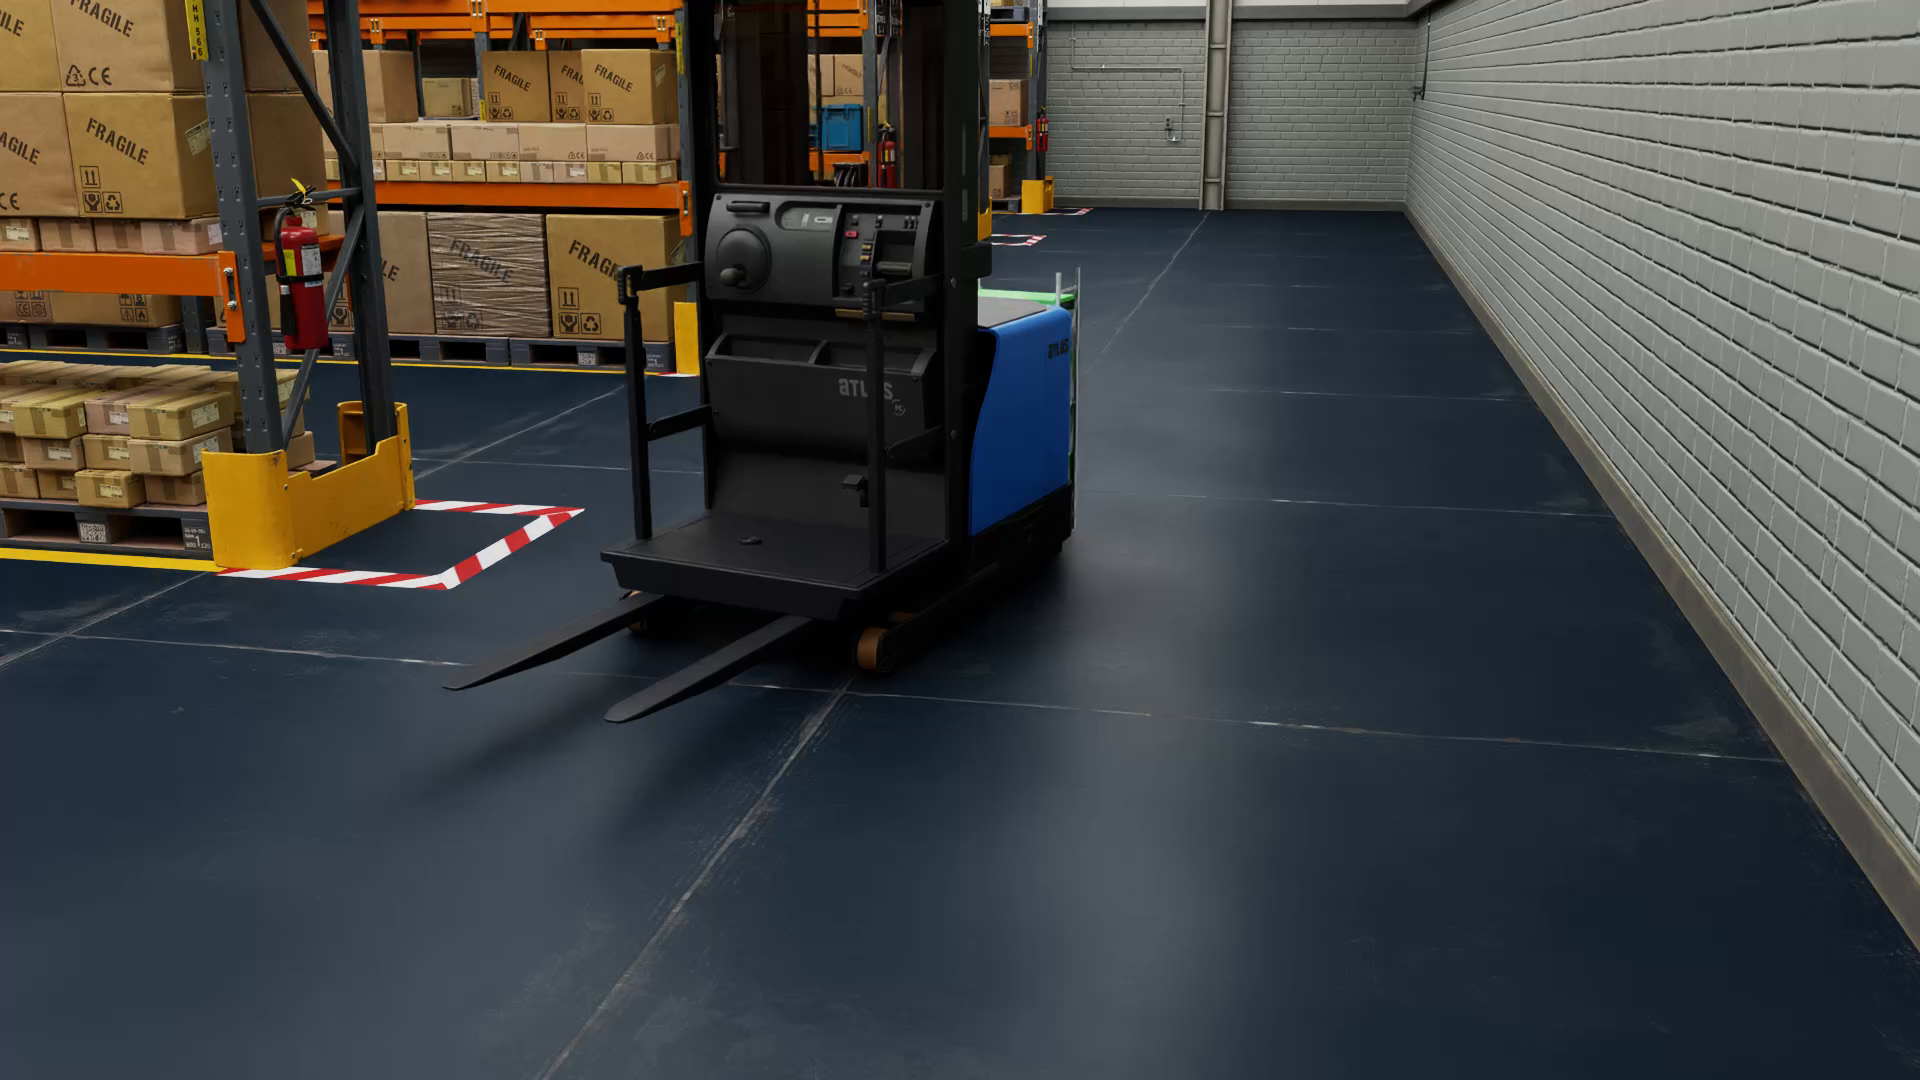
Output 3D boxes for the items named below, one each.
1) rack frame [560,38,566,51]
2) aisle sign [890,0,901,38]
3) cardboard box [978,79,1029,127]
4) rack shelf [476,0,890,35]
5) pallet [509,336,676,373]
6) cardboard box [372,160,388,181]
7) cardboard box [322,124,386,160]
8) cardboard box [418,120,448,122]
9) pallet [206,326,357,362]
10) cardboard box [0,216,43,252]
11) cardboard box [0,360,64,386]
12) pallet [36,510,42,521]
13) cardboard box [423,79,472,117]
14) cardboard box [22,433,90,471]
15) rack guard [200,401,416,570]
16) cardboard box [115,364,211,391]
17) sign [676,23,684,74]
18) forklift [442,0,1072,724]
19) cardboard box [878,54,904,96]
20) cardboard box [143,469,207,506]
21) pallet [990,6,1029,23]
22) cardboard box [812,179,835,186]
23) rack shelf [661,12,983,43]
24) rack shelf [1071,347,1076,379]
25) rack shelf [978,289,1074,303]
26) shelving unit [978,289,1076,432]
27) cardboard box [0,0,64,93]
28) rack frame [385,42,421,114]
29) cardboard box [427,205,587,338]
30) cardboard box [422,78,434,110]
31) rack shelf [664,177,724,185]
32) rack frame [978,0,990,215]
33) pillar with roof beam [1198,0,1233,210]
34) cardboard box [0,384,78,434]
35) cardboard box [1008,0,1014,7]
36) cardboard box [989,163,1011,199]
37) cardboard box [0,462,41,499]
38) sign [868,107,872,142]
[{"bbox_3d":[-6.636,-7.076,27.417,0.053,2.616,0.949,3,16,11],"label":"rack frame"},{"bbox_3d":[-0.640,-5.386,16.448,0.004,0.787,0.394,3,16,11],"label":"aisle sign"},{"bbox_3d":[0.703,-6.820,25.933,0.700,0.700,0.980,4,16,14],"label":"cardboard box"},{"bbox_3d":[-2.729,-5.265,16.608,4.000,0.370,1.077,3,16,11],"label":"rack shelf"},{"bbox_3d":[-2.556,-1.442,12.303,1.213,0.211,1.003,3,16,11],"label":"pallet"},{"bbox_3d":[-4.182,-2.684,12.033,0.250,0.149,0.380,3,16,12],"label":"cardboard box"},{"bbox_3d":[-4.273,-2.900,12.067,0.500,0.250,0.500,4,16,12],"label":"cardboard box"},{"bbox_3d":[-4.184,-3.039,12.567,0.502,0.250,0.502,3,16,12],"label":"cardboard box"},{"bbox_3d":[-4.947,-1.572,12.771,1.213,0.211,1.003,3,16,11],"label":"pallet"},{"bbox_3d":[-3.959,-1.334,7.159,0.250,0.149,0.380,4,16,13],"label":"cardboard box"},{"bbox_3d":[-4.583,-0.769,8.087,0.250,0.149,0.380,3,16,12],"label":"cardboard box"},{"bbox_3d":[-4.899,-0.250,7.999,1.213,0.211,1.003,3,16,11],"label":"pallet"},{"bbox_3d":[-6.979,-6.027,22.658,0.500,0.500,0.700,-2,16,-8],"label":"cardboard box"},{"bbox_3d":[-3.928,-0.424,7.401,0.250,0.149,0.380,2,16,9],"label":"cardboard box"},{"bbox_3d":[-2.918,-0.271,7.534,0.348,0.500,1.175,3,16,11],"label":"rack guard"},{"bbox_3d":[-3.805,-0.734,7.961,0.250,0.149,0.380,3,16,11],"label":"cardboard box"},{"bbox_3d":[-1.878,-3.295,11.155,0.005,0.325,0.100,3,16,11],"label":"sign"},{"bbox_3d":[-0.612,-1.077,5.891,1.130,2.935,3.031,7,17,25],"label":"forklift"},{"bbox_3d":[-0.765,-5.864,20.981,0.500,0.500,0.500,4,16,13],"label":"cardboard box"},{"bbox_3d":[-3.401,-0.274,7.415,0.250,0.149,0.380,3,16,12],"label":"cardboard box"},{"bbox_3d":[0.476,-8.091,25.628,1.213,0.211,1.003,3,16,11],"label":"pallet"},{"bbox_3d":[-1.856,-4.478,21.892,0.637,0.503,0.797,3,16,11],"label":"cardboard box"},{"bbox_3d":[-1.739,-6.560,21.285,4.000,0.370,1.077,3,16,11],"label":"rack shelf"},{"bbox_3d":[0.252,-0.794,7.451,0.480,0.148,0.258,7,17,25],"label":"rack shelf"},{"bbox_3d":[0.252,-1.077,7.373,0.457,0.021,0.221,7,17,25],"label":"rack shelf"},{"bbox_3d":[0.249,-0.625,7.500,0.487,1.046,0.258,7,17,25],"label":"shelving unit"},{"bbox_3d":[-3.839,-2.131,6.950,0.500,0.500,0.500,3,16,9],"label":"cardboard box"},{"bbox_3d":[-7.618,-5.782,22.745,0.053,2.616,0.949,3,16,11],"label":"rack frame"},{"bbox_3d":[-3.291,-2.004,12.300,0.875,0.875,0.875,3,16,11],"label":"cardboard box"},{"bbox_3d":[-14.382,-3.307,14.318,5.659,1.310,30.571,3,16,11],"label":"cardboard box"},{"bbox_3d":[-3.716,-2.652,12.295,3.809,0.052,0.919,3,16,11],"label":"rack shelf"},{"bbox_3d":[0.221,-5.355,21.205,0.127,3.000,1.000,3,16,11],"label":"rack frame"},{"bbox_3d":[3.165,-8.499,21.316,0.400,9.000,9.100,3,16,11],"label":"pillar with roof beam"},{"bbox_3d":[-4.168,-0.588,7.435,0.250,0.149,0.380,2,16,9],"label":"cardboard box"},{"bbox_3d":[0.538,-8.378,25.806,0.500,0.250,0.500,4,16,14],"label":"cardboard box"},{"bbox_3d":[0.499,-5.660,26.202,0.500,0.500,0.700,3,16,11],"label":"cardboard box"},{"bbox_3d":[-4.160,-0.307,7.536,0.250,0.149,0.380,3,16,12],"label":"cardboard box"},{"bbox_3d":[-0.863,-3.993,15.984,0.005,0.325,0.100,3,16,11],"label":"sign"}]
